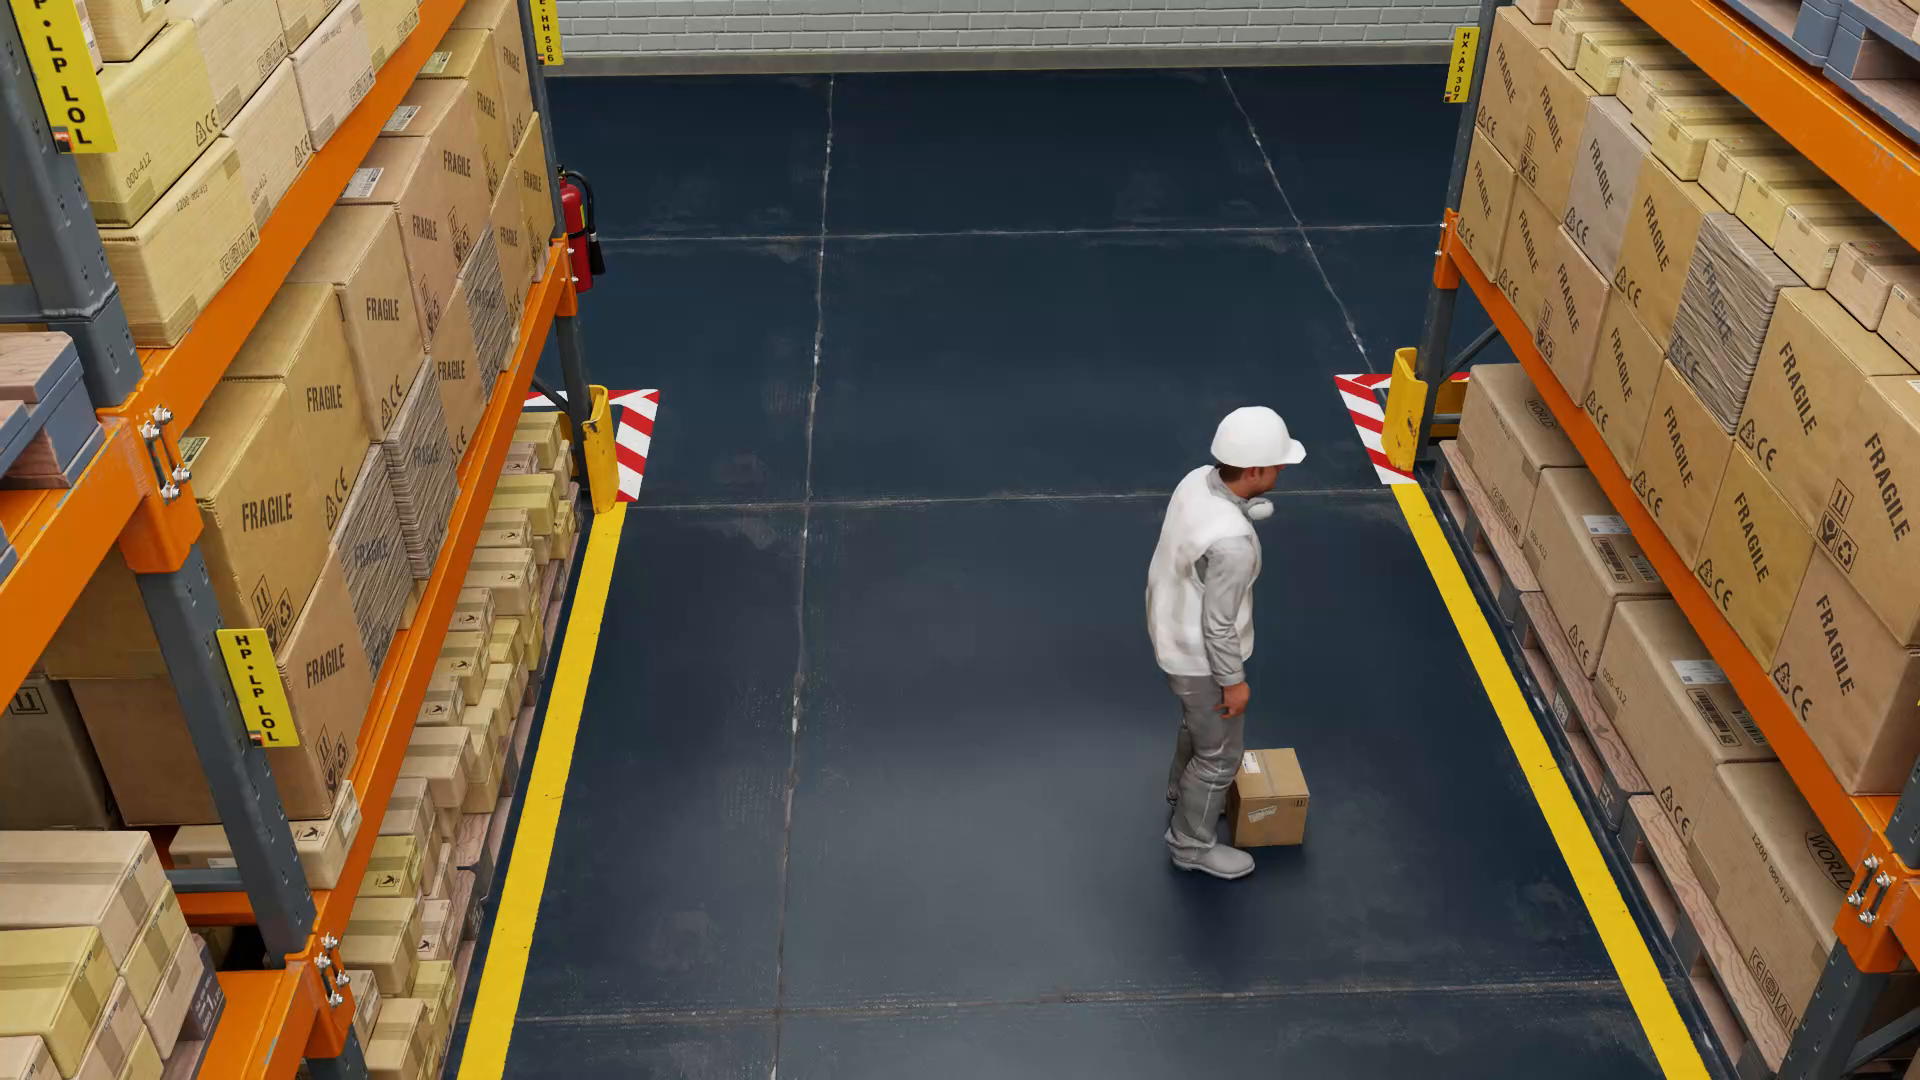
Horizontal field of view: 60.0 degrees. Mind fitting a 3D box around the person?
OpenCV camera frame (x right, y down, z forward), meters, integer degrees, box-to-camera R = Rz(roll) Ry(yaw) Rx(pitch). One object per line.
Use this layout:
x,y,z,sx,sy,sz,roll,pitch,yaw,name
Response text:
0.858,0.336,5.642,0.463,1.771,0.581,-1,35,-2,person
